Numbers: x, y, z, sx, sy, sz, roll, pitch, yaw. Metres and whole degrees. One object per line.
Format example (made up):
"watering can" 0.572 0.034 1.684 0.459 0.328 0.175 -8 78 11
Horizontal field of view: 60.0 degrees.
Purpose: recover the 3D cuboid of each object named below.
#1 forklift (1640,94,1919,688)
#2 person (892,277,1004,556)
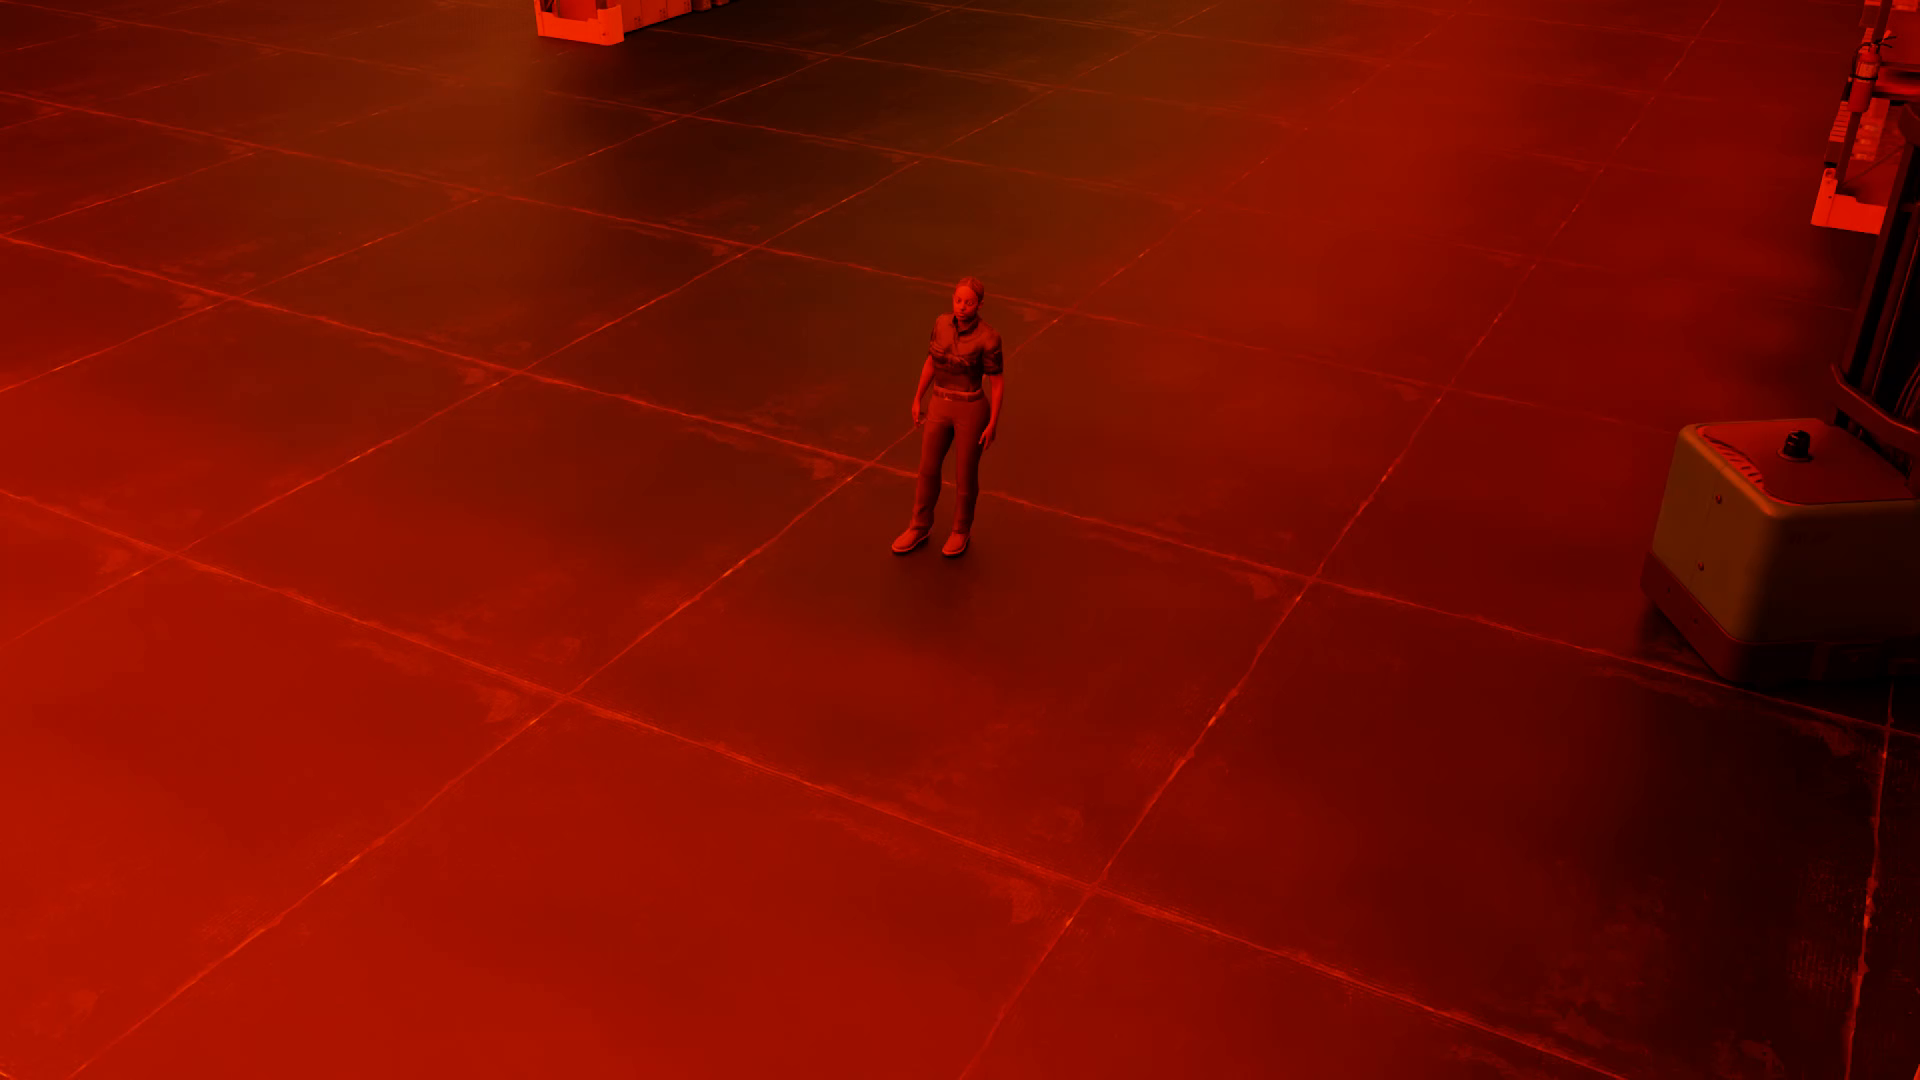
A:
"forklift" 5.397 -0.805 8.466 3.031 2.935 1.130 -3 30 -5
"person" -0.060 -0.689 9.528 0.569 1.654 0.504 15 33 25
